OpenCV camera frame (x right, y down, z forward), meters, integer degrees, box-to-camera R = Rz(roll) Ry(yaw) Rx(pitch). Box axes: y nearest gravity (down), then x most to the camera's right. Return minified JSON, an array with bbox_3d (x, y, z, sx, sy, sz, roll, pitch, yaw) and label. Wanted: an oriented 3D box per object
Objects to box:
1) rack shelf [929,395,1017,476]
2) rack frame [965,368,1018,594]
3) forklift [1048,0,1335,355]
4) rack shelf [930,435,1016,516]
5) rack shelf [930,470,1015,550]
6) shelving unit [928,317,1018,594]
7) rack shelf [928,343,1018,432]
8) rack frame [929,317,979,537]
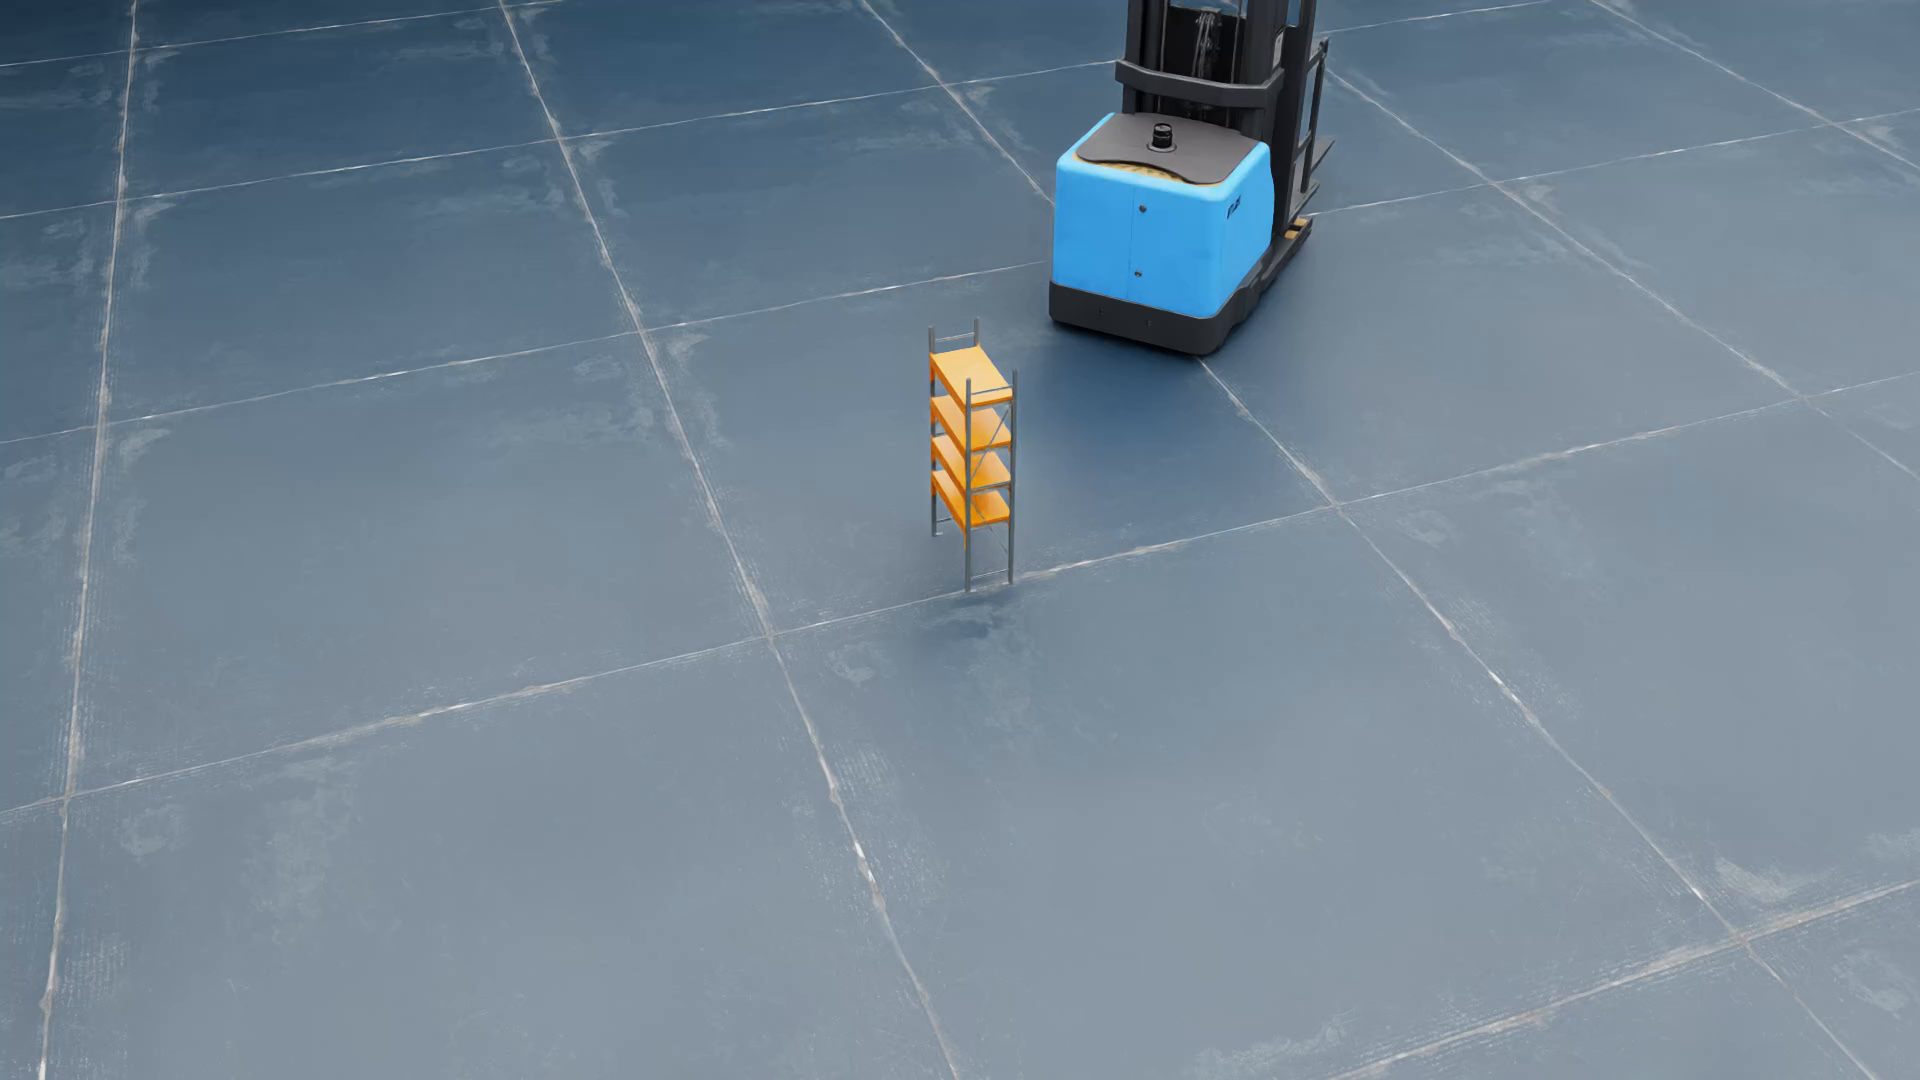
[{"bbox_3d":[0.057,-0.511,7.731,0.258,0.148,0.480,-12,39,-16],"label":"rack shelf"},{"bbox_3d":[0.141,-0.248,7.642,0.240,1.200,0.015,-12,39,-16],"label":"rack frame"},{"bbox_3d":[1.651,-3.116,10.011,1.130,2.935,3.031,17,40,21],"label":"forklift"},{"bbox_3d":[0.057,-0.332,7.866,0.258,0.148,0.480,-12,39,-16],"label":"rack shelf"},{"bbox_3d":[0.057,-0.173,7.985,0.258,0.148,0.480,-12,39,-16],"label":"rack shelf"},{"bbox_3d":[0.057,-0.386,7.825,0.258,1.200,0.503,-12,39,-16],"label":"shelving unit"},{"bbox_3d":[0.057,-0.700,7.589,0.258,0.148,0.480,-12,39,-16],"label":"rack shelf"},{"bbox_3d":[-0.027,-0.524,8.008,0.240,1.200,0.015,-12,39,-16],"label":"rack frame"}]
